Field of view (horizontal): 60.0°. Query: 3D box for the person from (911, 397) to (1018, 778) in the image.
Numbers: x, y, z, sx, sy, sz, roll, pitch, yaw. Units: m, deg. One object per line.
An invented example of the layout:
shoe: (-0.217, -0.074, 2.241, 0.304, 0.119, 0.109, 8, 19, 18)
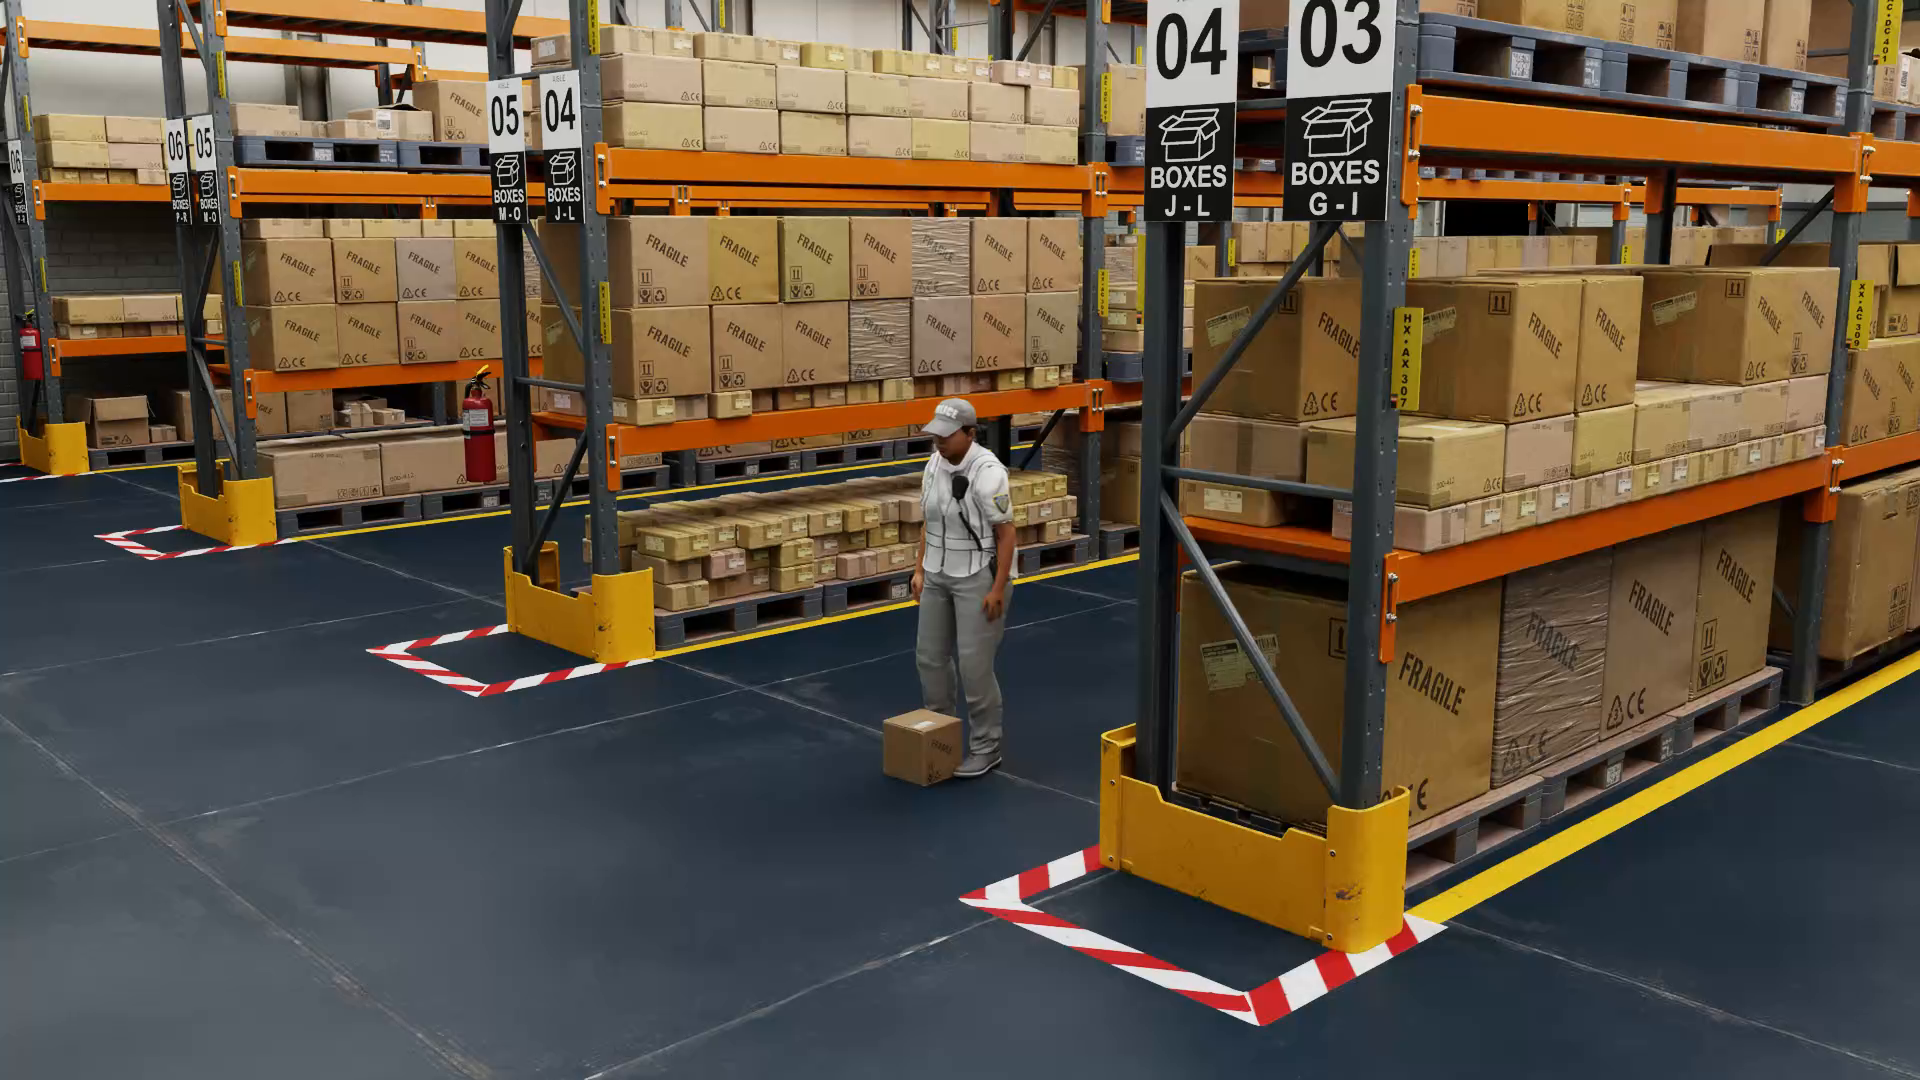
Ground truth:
person: (-0.007, 0.193, 7.377, 0.560, 1.667, 0.465, 10, 15, 43)
